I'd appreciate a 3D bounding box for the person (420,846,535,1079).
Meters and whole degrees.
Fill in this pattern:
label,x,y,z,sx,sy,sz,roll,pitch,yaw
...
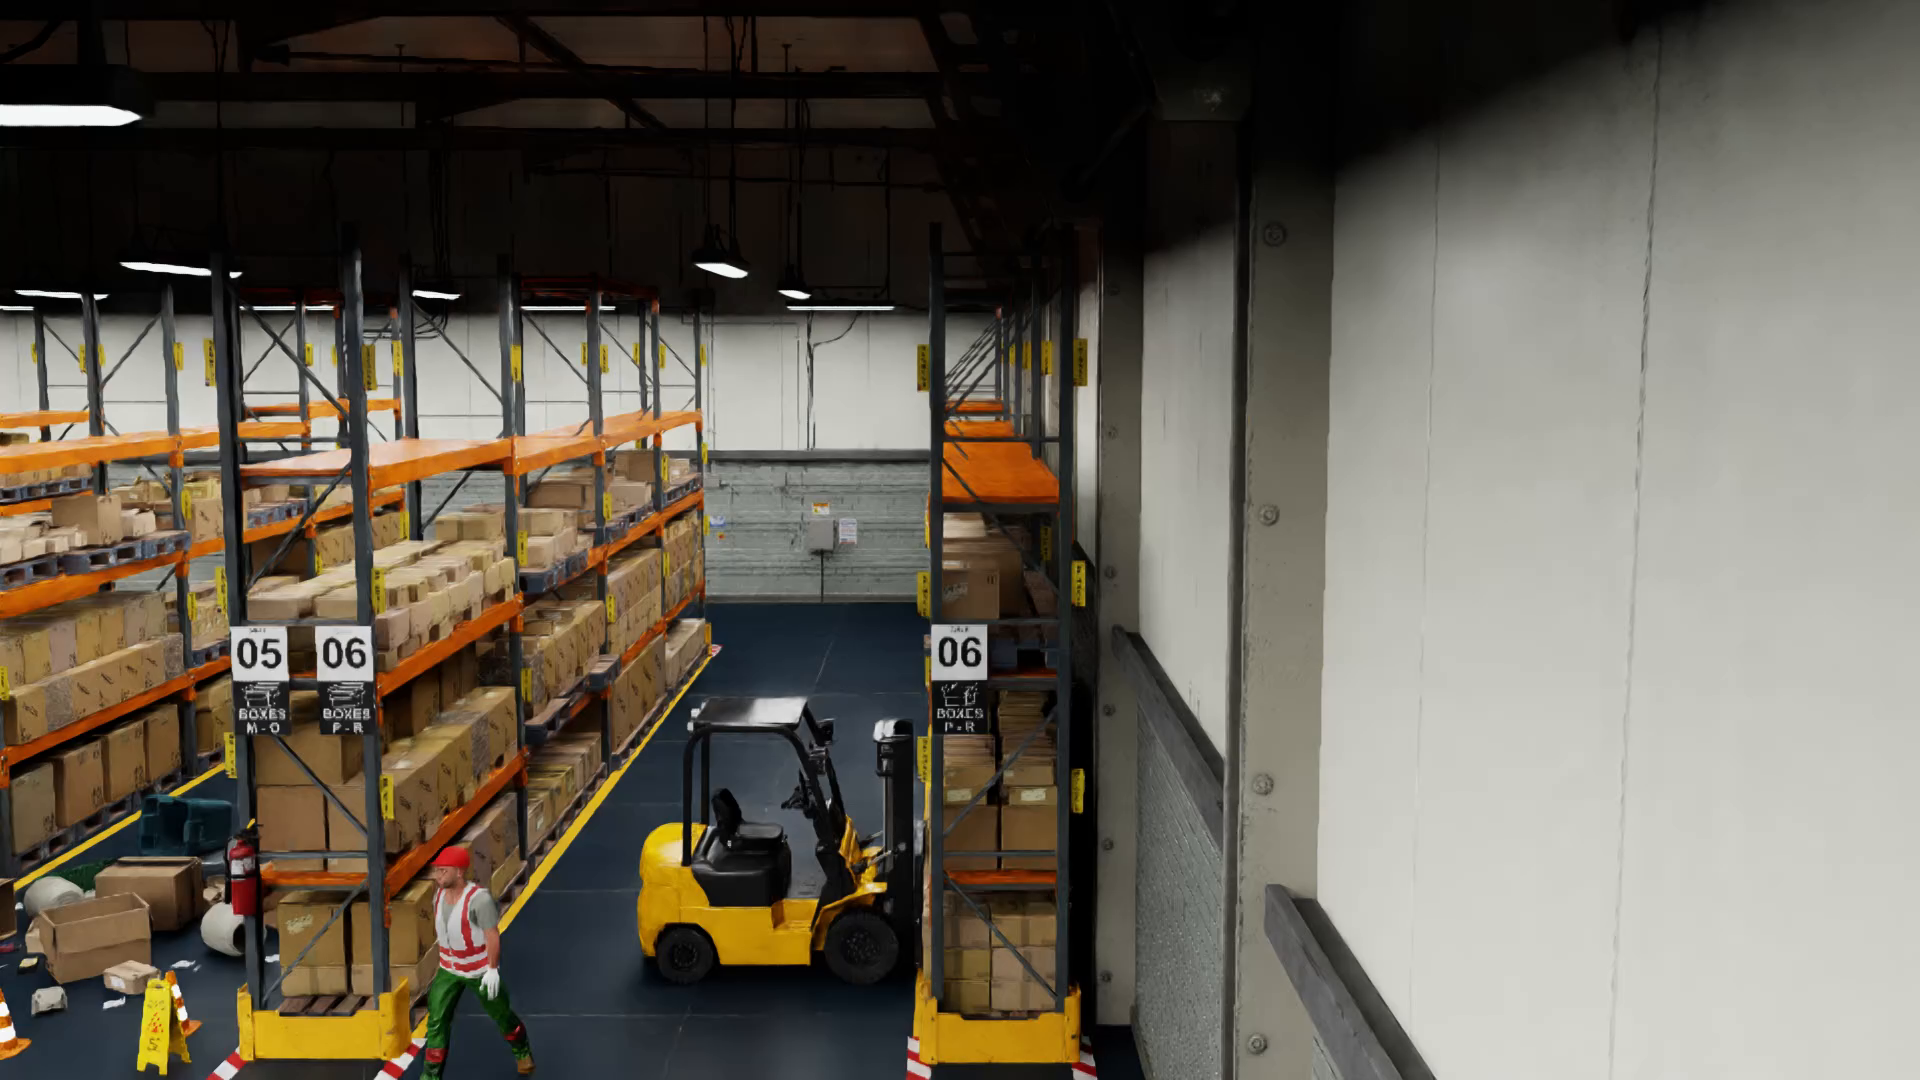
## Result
label,x,y,z,sx,sy,sz,roll,pitch,yaw
person,-3.401,2.969,11.510,0.594,1.761,0.941,3,7,23
